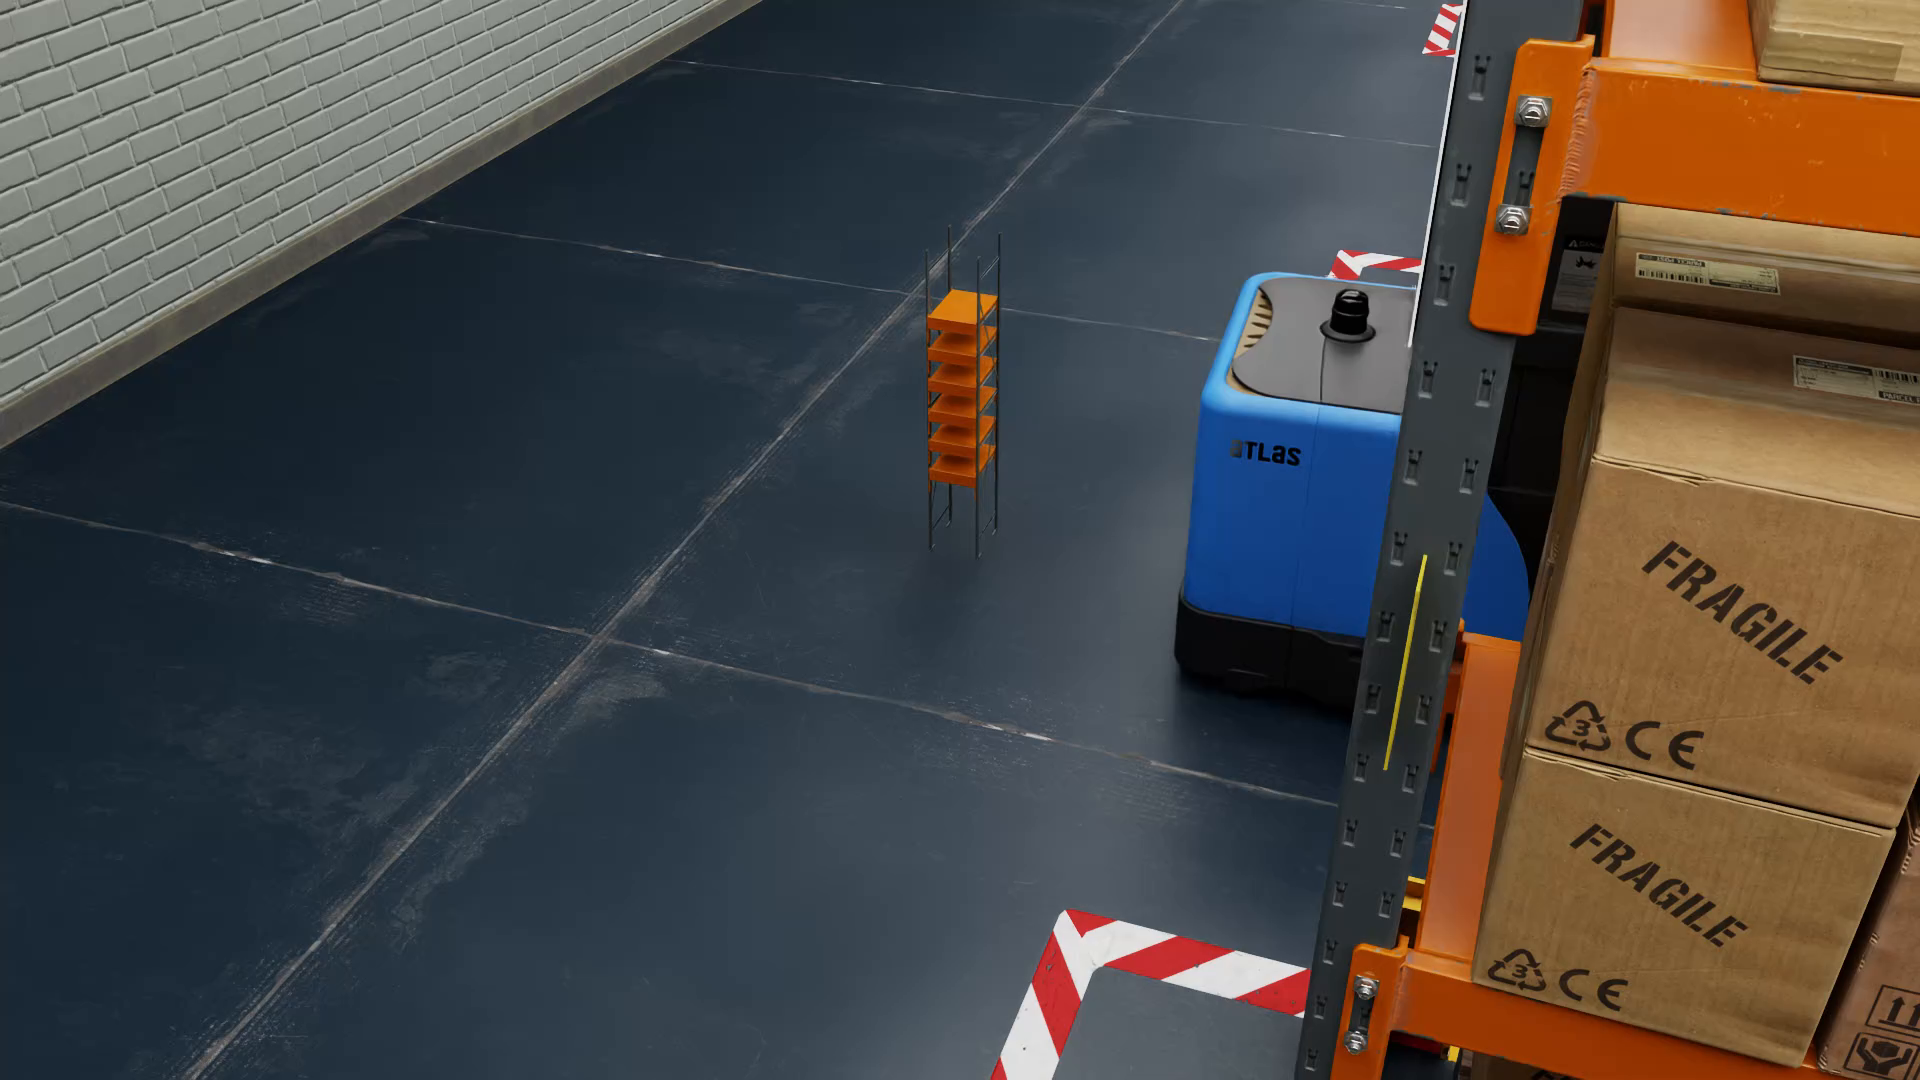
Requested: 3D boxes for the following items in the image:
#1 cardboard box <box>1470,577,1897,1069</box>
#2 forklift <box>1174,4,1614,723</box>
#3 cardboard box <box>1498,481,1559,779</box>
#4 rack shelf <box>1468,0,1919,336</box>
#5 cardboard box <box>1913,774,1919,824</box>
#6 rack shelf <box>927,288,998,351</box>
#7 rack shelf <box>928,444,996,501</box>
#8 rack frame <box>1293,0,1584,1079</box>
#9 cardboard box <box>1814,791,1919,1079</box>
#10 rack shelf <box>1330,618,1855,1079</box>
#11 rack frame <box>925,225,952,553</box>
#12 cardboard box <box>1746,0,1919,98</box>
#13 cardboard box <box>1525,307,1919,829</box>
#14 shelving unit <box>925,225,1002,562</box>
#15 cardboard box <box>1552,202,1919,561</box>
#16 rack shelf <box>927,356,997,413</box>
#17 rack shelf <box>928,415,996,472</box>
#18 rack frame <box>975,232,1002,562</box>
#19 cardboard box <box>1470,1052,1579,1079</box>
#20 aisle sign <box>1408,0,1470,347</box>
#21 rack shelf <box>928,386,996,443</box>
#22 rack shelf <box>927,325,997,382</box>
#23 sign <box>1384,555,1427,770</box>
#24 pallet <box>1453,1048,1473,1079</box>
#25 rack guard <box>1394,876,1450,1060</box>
[{"bbox_3d":[1.156,0.440,2.711,0.500,0.500,0.500,12,35,17],"label":"cardboard box"},{"bbox_3d":[2.287,-0.785,4.763,3.031,2.935,1.130,9,34,14],"label":"forklift"},{"bbox_3d":[1.341,0.167,3.133,0.500,0.500,0.500,12,35,18],"label":"cardboard box"},{"bbox_3d":[2.710,-0.326,1.887,4.000,0.370,1.077,11,34,16],"label":"rack shelf"},{"bbox_3d":[1.651,0.112,2.297,0.500,0.500,0.500,11,35,17],"label":"cardboard box"},{"bbox_3d":[0.014,-0.767,5.749,0.180,0.103,0.258,11,34,16],"label":"rack shelf"},{"bbox_3d":[0.014,-0.262,6.075,0.180,0.103,0.258,11,34,16],"label":"rack shelf"},{"bbox_3d":[0.827,0.266,3.072,0.127,3.000,1.000,11,34,16],"label":"rack frame"},{"bbox_3d":[1.644,0.532,2.568,0.500,0.500,0.500,11,34,16],"label":"cardboard box"},{"bbox_3d":[2.710,0.935,2.700,4.000,0.370,1.077,11,34,16],"label":"rack shelf"},{"bbox_3d":[-0.073,-0.518,5.946,0.006,1.200,0.240,11,34,16],"label":"rack frame"},{"bbox_3d":[1.225,-0.707,1.952,0.500,0.250,0.500,11,34,16],"label":"cardboard box"},{"bbox_3d":[1.156,0.020,2.439,0.500,0.500,0.500,12,35,18],"label":"cardboard box"},{"bbox_3d":[0.014,-0.501,5.920,0.189,1.200,0.258,11,34,16],"label":"shelving unit"},{"bbox_3d":[1.339,-0.255,2.865,0.500,0.500,0.500,11,34,16],"label":"cardboard box"},{"bbox_3d":[0.014,-0.565,5.879,0.180,0.103,0.258,11,34,16],"label":"rack shelf"},{"bbox_3d":[0.014,-0.363,6.010,0.180,0.103,0.258,11,34,16],"label":"rack shelf"},{"bbox_3d":[0.100,-0.485,5.895,0.006,1.200,0.240,11,34,16],"label":"rack frame"},{"bbox_3d":[1.422,1.105,3.671,0.500,0.500,0.500,11,34,16],"label":"cardboard box"},{"bbox_3d":[0.664,-0.688,2.154,0.004,0.787,0.394,11,34,16],"label":"aisle sign"},{"bbox_3d":[0.014,-0.464,5.945,0.180,0.103,0.258,11,34,16],"label":"rack shelf"},{"bbox_3d":[0.014,-0.666,5.814,0.180,0.103,0.258,11,34,16],"label":"rack shelf"},{"bbox_3d":[0.645,0.180,2.408,0.005,0.325,0.100,11,34,16],"label":"sign"},{"bbox_3d":[1.650,1.597,3.582,1.213,0.211,1.003,11,34,16],"label":"pallet"},{"bbox_3d":[0.899,1.330,3.728,0.348,0.500,1.175,11,34,16],"label":"rack guard"}]
